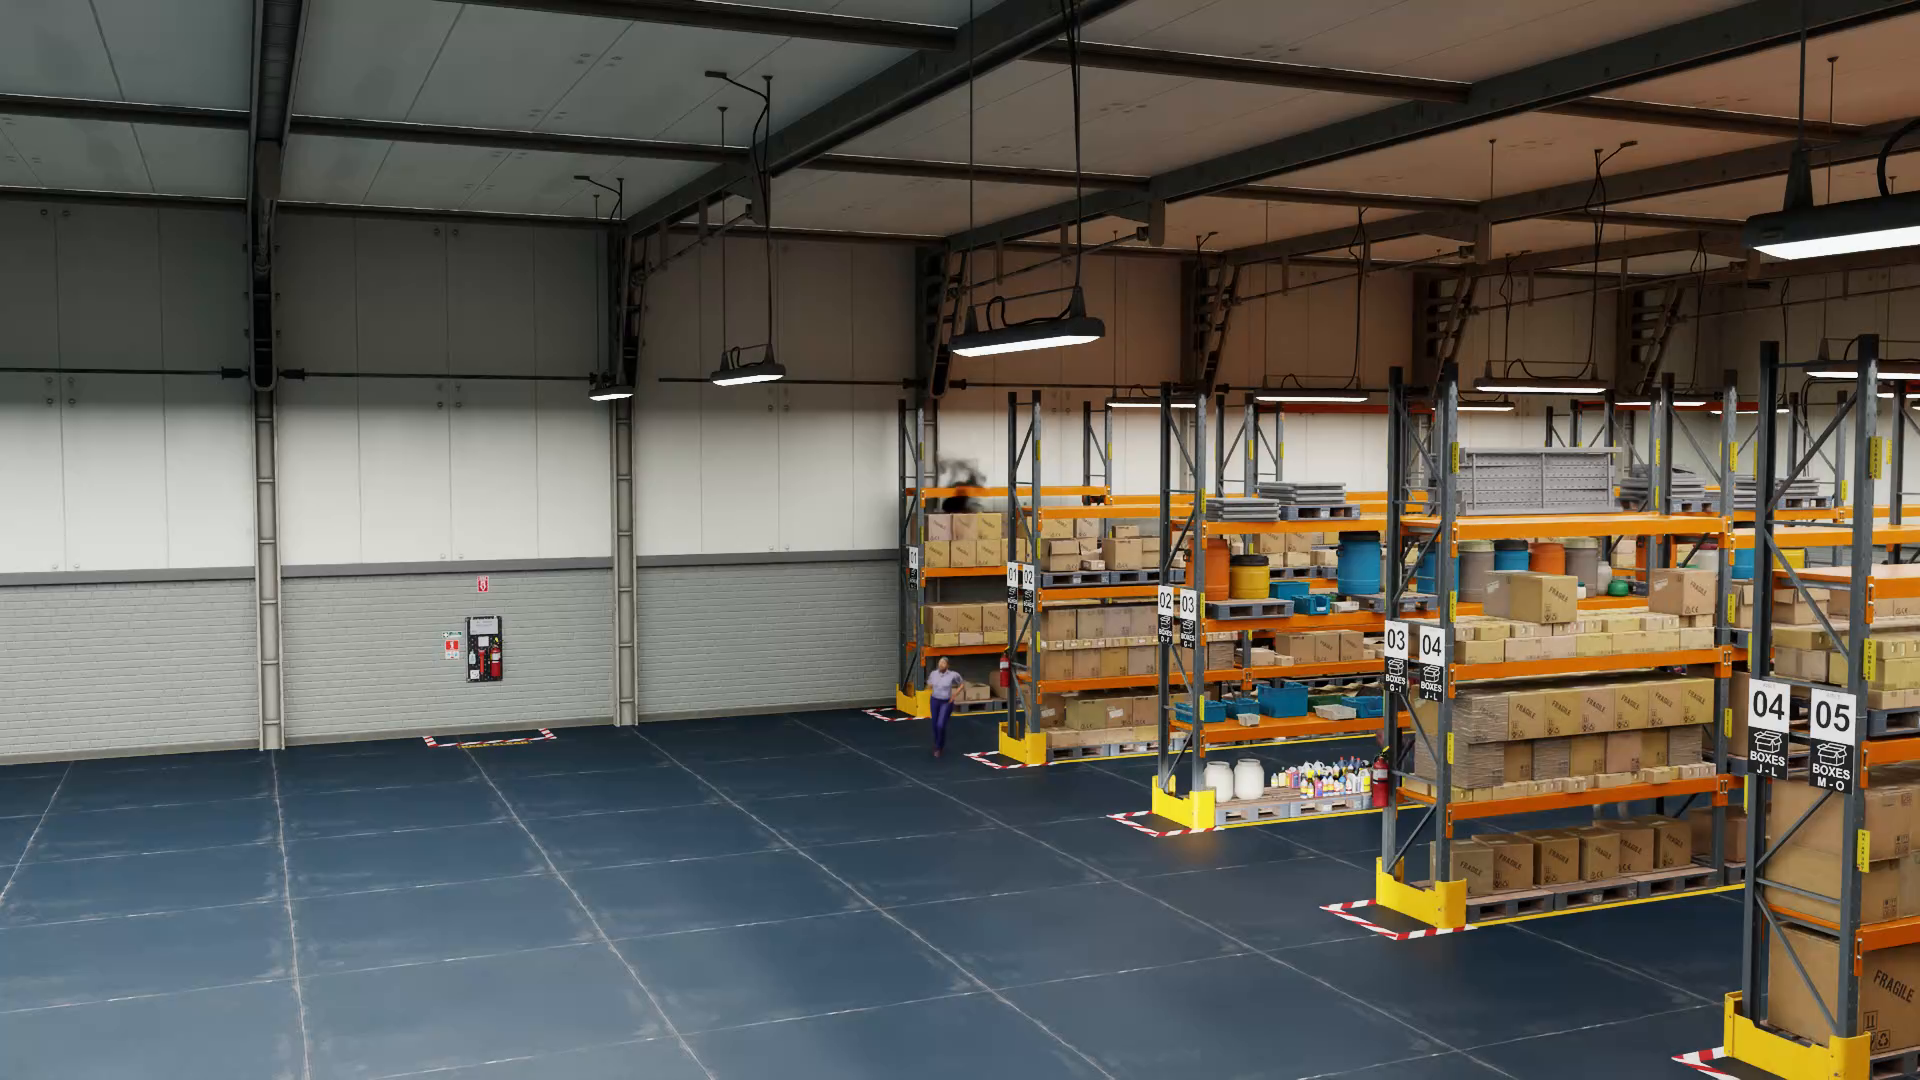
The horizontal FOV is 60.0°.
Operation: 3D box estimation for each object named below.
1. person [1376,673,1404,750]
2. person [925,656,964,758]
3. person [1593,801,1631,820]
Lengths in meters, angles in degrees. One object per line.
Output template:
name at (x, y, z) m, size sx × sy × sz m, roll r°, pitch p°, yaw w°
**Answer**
person at (6.848, 2.822, 26.267) m, size 0.622 × 1.621 × 0.569 m, roll -2°, pitch 4°, yaw -31°
person at (-0.276, 2.761, 27.397) m, size 0.603 × 1.702 × 0.716 m, roll 2°, pitch 4°, yaw 24°
person at (8.284, 3.089, 21.025) m, size 0.671 × 1.728 × 0.591 m, roll -2°, pitch 4°, yaw -34°
